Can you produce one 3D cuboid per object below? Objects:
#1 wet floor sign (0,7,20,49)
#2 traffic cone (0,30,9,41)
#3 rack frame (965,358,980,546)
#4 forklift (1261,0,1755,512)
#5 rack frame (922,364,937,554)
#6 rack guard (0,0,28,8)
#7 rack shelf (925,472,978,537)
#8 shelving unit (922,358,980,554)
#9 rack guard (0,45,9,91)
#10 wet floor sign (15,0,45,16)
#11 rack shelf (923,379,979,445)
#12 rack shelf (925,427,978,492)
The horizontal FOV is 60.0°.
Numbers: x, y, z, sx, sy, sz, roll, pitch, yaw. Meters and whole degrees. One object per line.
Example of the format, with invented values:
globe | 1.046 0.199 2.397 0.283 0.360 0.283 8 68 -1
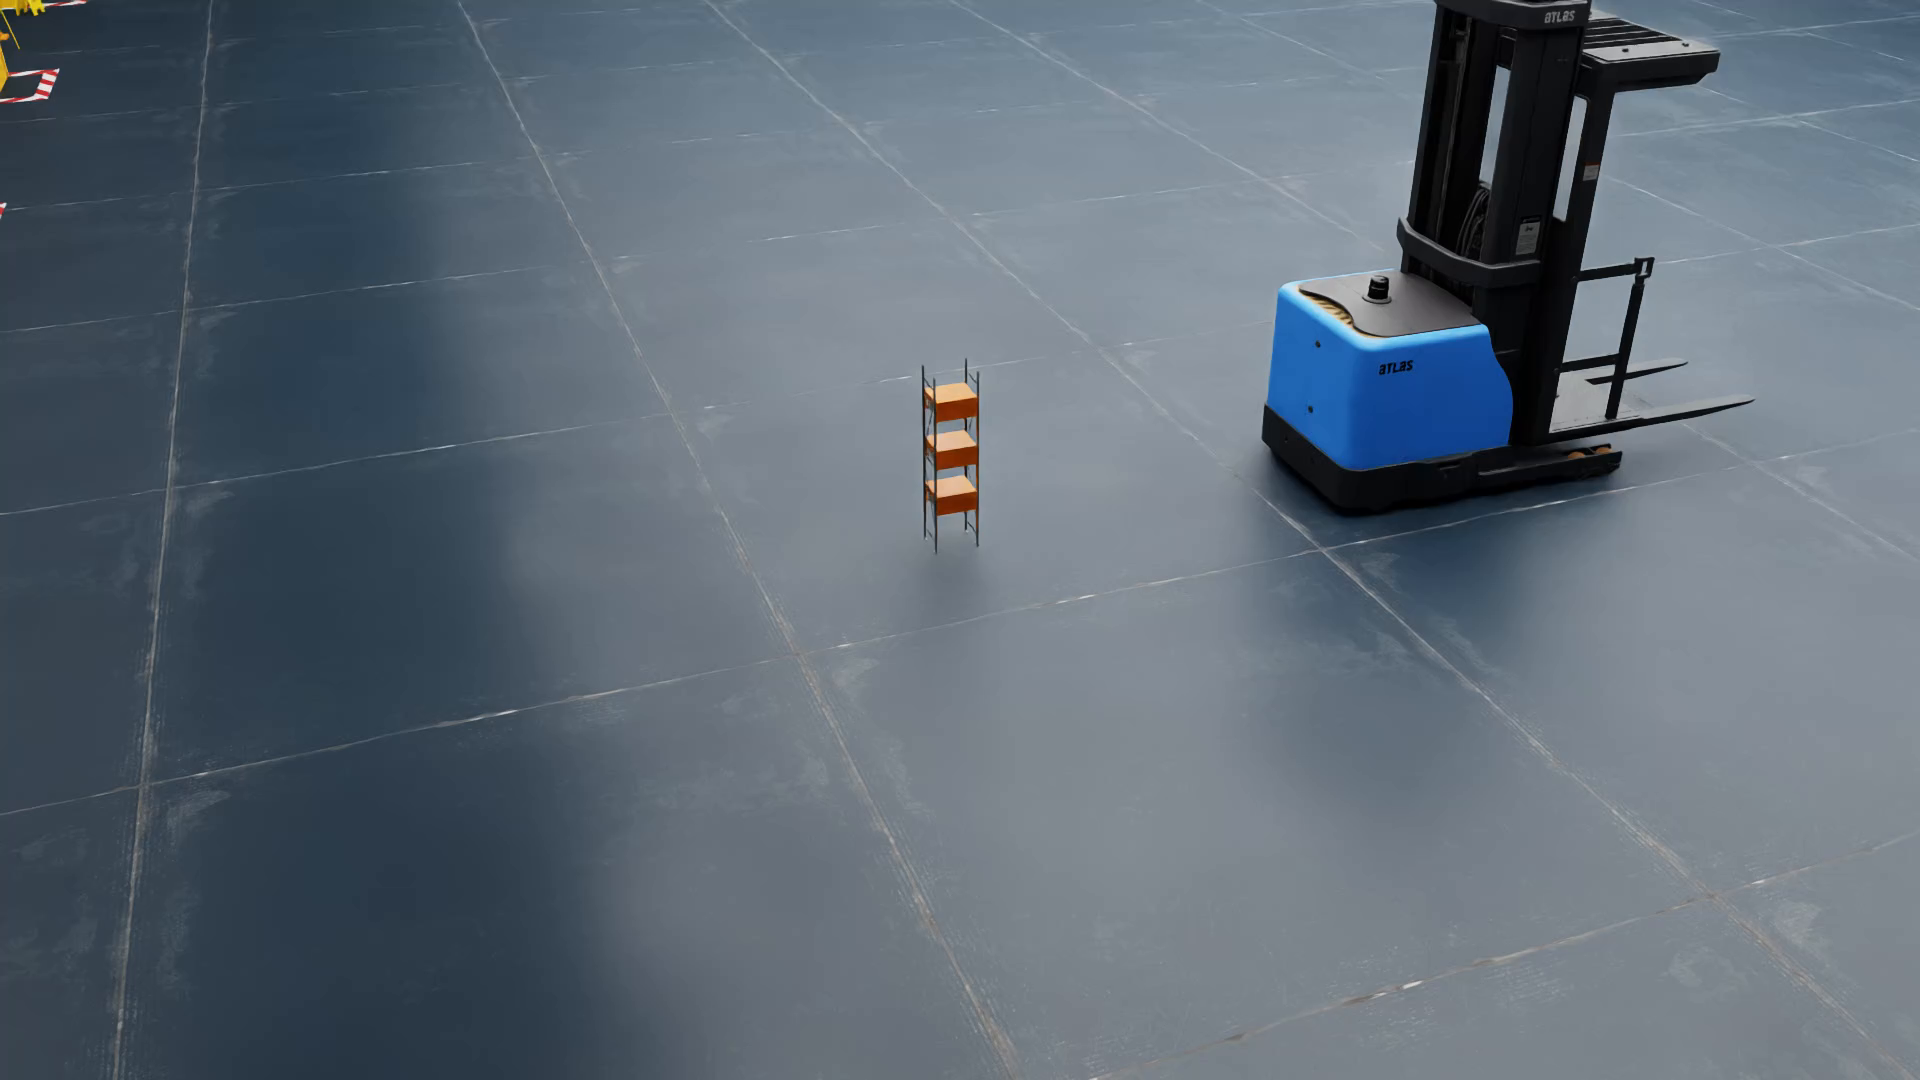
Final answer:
wet floor sign | -11.060 -5.997 19.158 0.232 0.644 0.267 -16 33 -26
traffic cone | -11.465 -6.145 19.600 0.334 0.463 0.336 -10 31 -18
rack frame | 0.064 -0.468 9.043 0.008 1.050 0.200 -10 31 -18
forklift | 3.427 -1.867 9.599 3.031 2.935 1.130 -10 31 -17
rack frame | -0.165 -0.426 8.970 0.008 1.050 0.200 -10 31 -18
rack guard | -12.289 -7.277 21.550 0.348 0.500 1.175 -10 31 -18
rack shelf | -0.050 -0.196 9.149 0.240 0.259 0.215 -10 31 -18
shelving unit | -0.050 -0.447 9.006 0.252 1.050 0.215 -10 31 -18
rack guard | -10.374 -5.015 17.580 0.348 0.500 1.175 -10 31 -18
wet floor sign | -11.666 -6.889 20.723 0.232 0.644 0.267 0 30 0
rack shelf | -0.050 -0.684 8.871 0.240 0.259 0.215 -10 31 -18
rack shelf | -0.050 -0.438 9.012 0.240 0.259 0.215 -10 31 -18
